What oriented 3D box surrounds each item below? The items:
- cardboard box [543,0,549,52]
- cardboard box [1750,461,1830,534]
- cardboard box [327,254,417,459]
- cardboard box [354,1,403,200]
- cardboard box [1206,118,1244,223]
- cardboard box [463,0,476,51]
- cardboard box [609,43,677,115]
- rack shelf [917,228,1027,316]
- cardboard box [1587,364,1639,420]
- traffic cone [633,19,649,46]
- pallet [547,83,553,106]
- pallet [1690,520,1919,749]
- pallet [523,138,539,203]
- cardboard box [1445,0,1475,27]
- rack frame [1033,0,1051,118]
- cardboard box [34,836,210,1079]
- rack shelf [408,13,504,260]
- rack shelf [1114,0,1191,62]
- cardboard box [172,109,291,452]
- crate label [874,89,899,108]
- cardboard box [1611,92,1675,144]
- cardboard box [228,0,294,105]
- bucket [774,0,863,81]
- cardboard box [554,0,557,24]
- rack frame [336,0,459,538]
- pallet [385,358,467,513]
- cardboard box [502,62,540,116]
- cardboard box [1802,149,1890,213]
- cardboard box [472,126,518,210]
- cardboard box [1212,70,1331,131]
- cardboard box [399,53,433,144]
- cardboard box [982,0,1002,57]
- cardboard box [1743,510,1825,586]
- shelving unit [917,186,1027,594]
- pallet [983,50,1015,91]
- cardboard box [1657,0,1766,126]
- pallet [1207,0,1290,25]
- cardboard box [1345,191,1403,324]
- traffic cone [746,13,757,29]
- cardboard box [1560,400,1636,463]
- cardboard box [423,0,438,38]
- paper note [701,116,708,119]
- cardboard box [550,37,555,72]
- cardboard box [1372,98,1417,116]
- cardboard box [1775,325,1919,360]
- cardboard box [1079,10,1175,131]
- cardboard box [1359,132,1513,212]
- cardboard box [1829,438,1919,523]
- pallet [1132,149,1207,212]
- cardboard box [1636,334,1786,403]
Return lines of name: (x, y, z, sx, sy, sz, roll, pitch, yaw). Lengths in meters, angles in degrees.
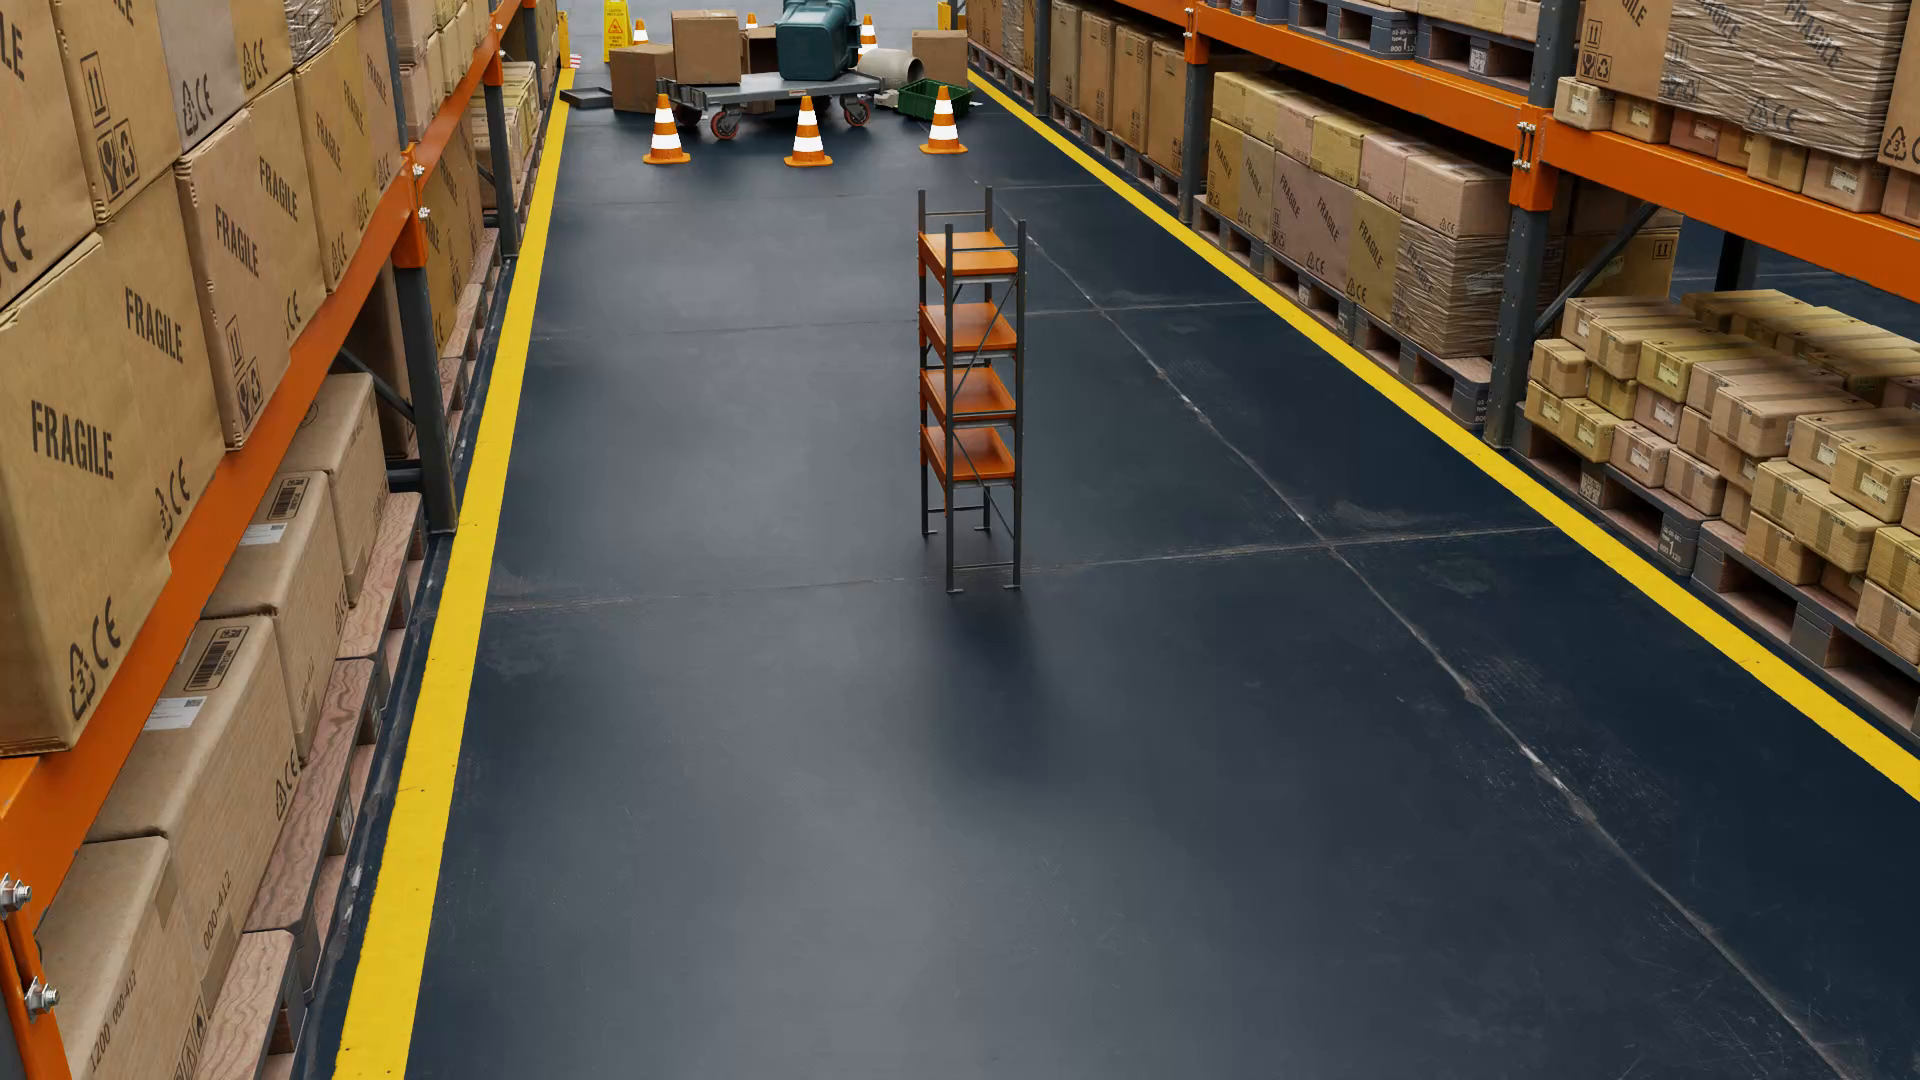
cardboard box: (-3.689, -4.261, 13.733, 0.500, 0.500, 0.500, -3, 24, -8)
cardboard box: (2.618, -0.133, 4.972, 0.380, 0.149, 0.250, -4, 24, -10)
cardboard box: (-2.449, -0.834, 6.041, 0.875, 0.875, 0.875, -4, 24, -8)
cardboard box: (-1.919, -1.259, 4.760, 0.500, 0.500, 0.500, -4, 24, -9)
cardboard box: (1.731, -2.106, 9.423, 0.500, 0.500, 0.500, -5, 24, -12)
cardboard box: (-2.459, -2.303, 7.462, 0.500, 0.250, 0.500, -5, 24, -10)
cardboard box: (-2.596, -3.901, 14.055, 0.500, 0.500, 0.500, 13, 27, 27)
rack shelf: (0.031, -0.845, 5.204, 0.258, 0.148, 0.480, -4, 24, -10)
cardboard box: (2.478, -0.546, 5.918, 0.380, 0.149, 0.250, -4, 24, -9)
traffic cone: (-3.127, -4.861, 16.301, 0.336, 0.463, 0.334, -4, 24, -10)
pallet: (-4.123, -3.988, 14.618, 1.003, 0.211, 1.213, -4, 24, -10)
pallet: (2.978, 0.237, 4.943, 1.003, 0.211, 1.213, -4, 24, -10)
pallet: (-3.361, -2.459, 11.116, 1.003, 0.211, 1.213, -4, 24, -10)
cardboard box: (2.229, -2.202, 6.834, 0.380, 0.149, 0.250, -4, 24, -10)
rack frame: (1.111, -4.930, 13.290, 1.000, 3.000, 0.127, -4, 24, -10)
cardboard box: (-1.736, 0.926, 2.559, 0.875, 0.438, 0.875, -5, 24, -12)
rack shelf: (-2.626, -1.834, 7.100, 1.077, 0.370, 4.000, -4, 24, -10)
rack shelf: (1.481, -3.813, 11.632, 1.077, 0.370, 4.000, -4, 24, -10)
cardboard box: (-1.520, -0.458, 2.925, 0.500, 0.500, 0.500, -4, 24, -10)
crate label: (-0.587, -3.762, 14.193, 0.250, 0.136, 0.298, 18, 29, 36)
cardboard box: (2.442, -1.436, 5.604, 0.380, 0.149, 0.250, -4, 24, -8)
cardboard box: (-1.623, -1.118, 3.188, 0.500, 0.500, 0.500, -4, 24, -10)
bucket: (-1.180, -4.009, 13.372, 0.726, 0.611, 0.620, 4, 34, 9)
cardboard box: (-4.070, -5.077, 15.601, 0.500, 0.500, 0.500, -4, 24, -9)
rack frame: (-2.256, -1.377, 5.155, 1.000, 3.000, 0.127, -4, 24, -10)
pallet: (-2.472, -0.397, 6.395, 1.003, 0.211, 1.213, -4, 24, -10)
cardboard box: (-3.636, -3.306, 12.330, 0.950, 0.372, 0.625, -4, 24, -9)
cardboard box: (2.612, -1.018, 4.647, 0.380, 0.149, 0.250, -3, 24, -7)
cardboard box: (-3.090, -2.161, 9.710, 0.950, 0.372, 0.625, -6, 24, -13)
cardboard box: (1.740, -2.458, 9.291, 0.500, 0.250, 0.500, -5, 24, -12)
cardboard box: (-2.078, -1.501, 5.626, 0.500, 0.250, 0.500, -5, 24, -11)
cardboard box: (0.726, -5.114, 15.842, 0.875, 0.875, 0.875, -5, 24, -11)
cardboard box: (2.622, 0.005, 5.027, 0.380, 0.149, 0.250, -5, 24, -11)
shelving unit: (0.031, -0.485, 5.361, 0.258, 1.200, 0.503, -4, 24, -10)
pallet: (0.818, -4.438, 15.647, 1.003, 0.211, 1.213, -4, 24, -10)
cardboard box: (2.533, -1.558, 5.072, 0.500, 0.500, 0.500, -4, 24, -10)
pallet: (2.087, -2.996, 9.102, 1.213, 0.211, 1.003, -4, 24, -10)
cardboard box: (2.111, -1.304, 7.587, 0.500, 0.500, 0.500, -5, 24, -11)
traffic cone: (-2.099, -5.077, 16.795, 0.336, 0.463, 0.334, -4, 24, -10)
cardboard box: (2.391, -0.397, 5.949, 0.380, 0.149, 0.250, -4, 24, -8)
cardboard box: (-2.184, -1.934, 5.994, 0.500, 0.250, 0.500, -4, 24, -9)
paper note: (-2.156, -3.498, 13.720, 0.148, 0.019, 0.142, -4, 24, -10)
cardboard box: (-3.871, -4.322, 14.808, 0.500, 0.250, 0.500, -5, 24, -12)
cardboard box: (2.417, -2.098, 8.468, 0.500, 0.250, 0.500, -4, 24, -9)
cardboard box: (3.051, -0.626, 5.729, 0.380, 0.149, 0.250, -5, 24, -10)
cardboard box: (1.489, -3.474, 12.242, 1.050, 0.750, 0.750, -4, 24, -10)
cardboard box: (2.122, -1.651, 7.444, 0.500, 0.250, 0.500, -3, 24, -7)
cardboard box: (2.714, -0.174, 4.695, 0.380, 0.149, 0.250, -4, 24, -9)
pallet: (1.779, -2.394, 10.968, 1.003, 0.211, 1.213, -4, 24, -10)
cardboard box: (2.538, -0.582, 5.629, 0.380, 0.149, 0.250, -5, 24, -10)
